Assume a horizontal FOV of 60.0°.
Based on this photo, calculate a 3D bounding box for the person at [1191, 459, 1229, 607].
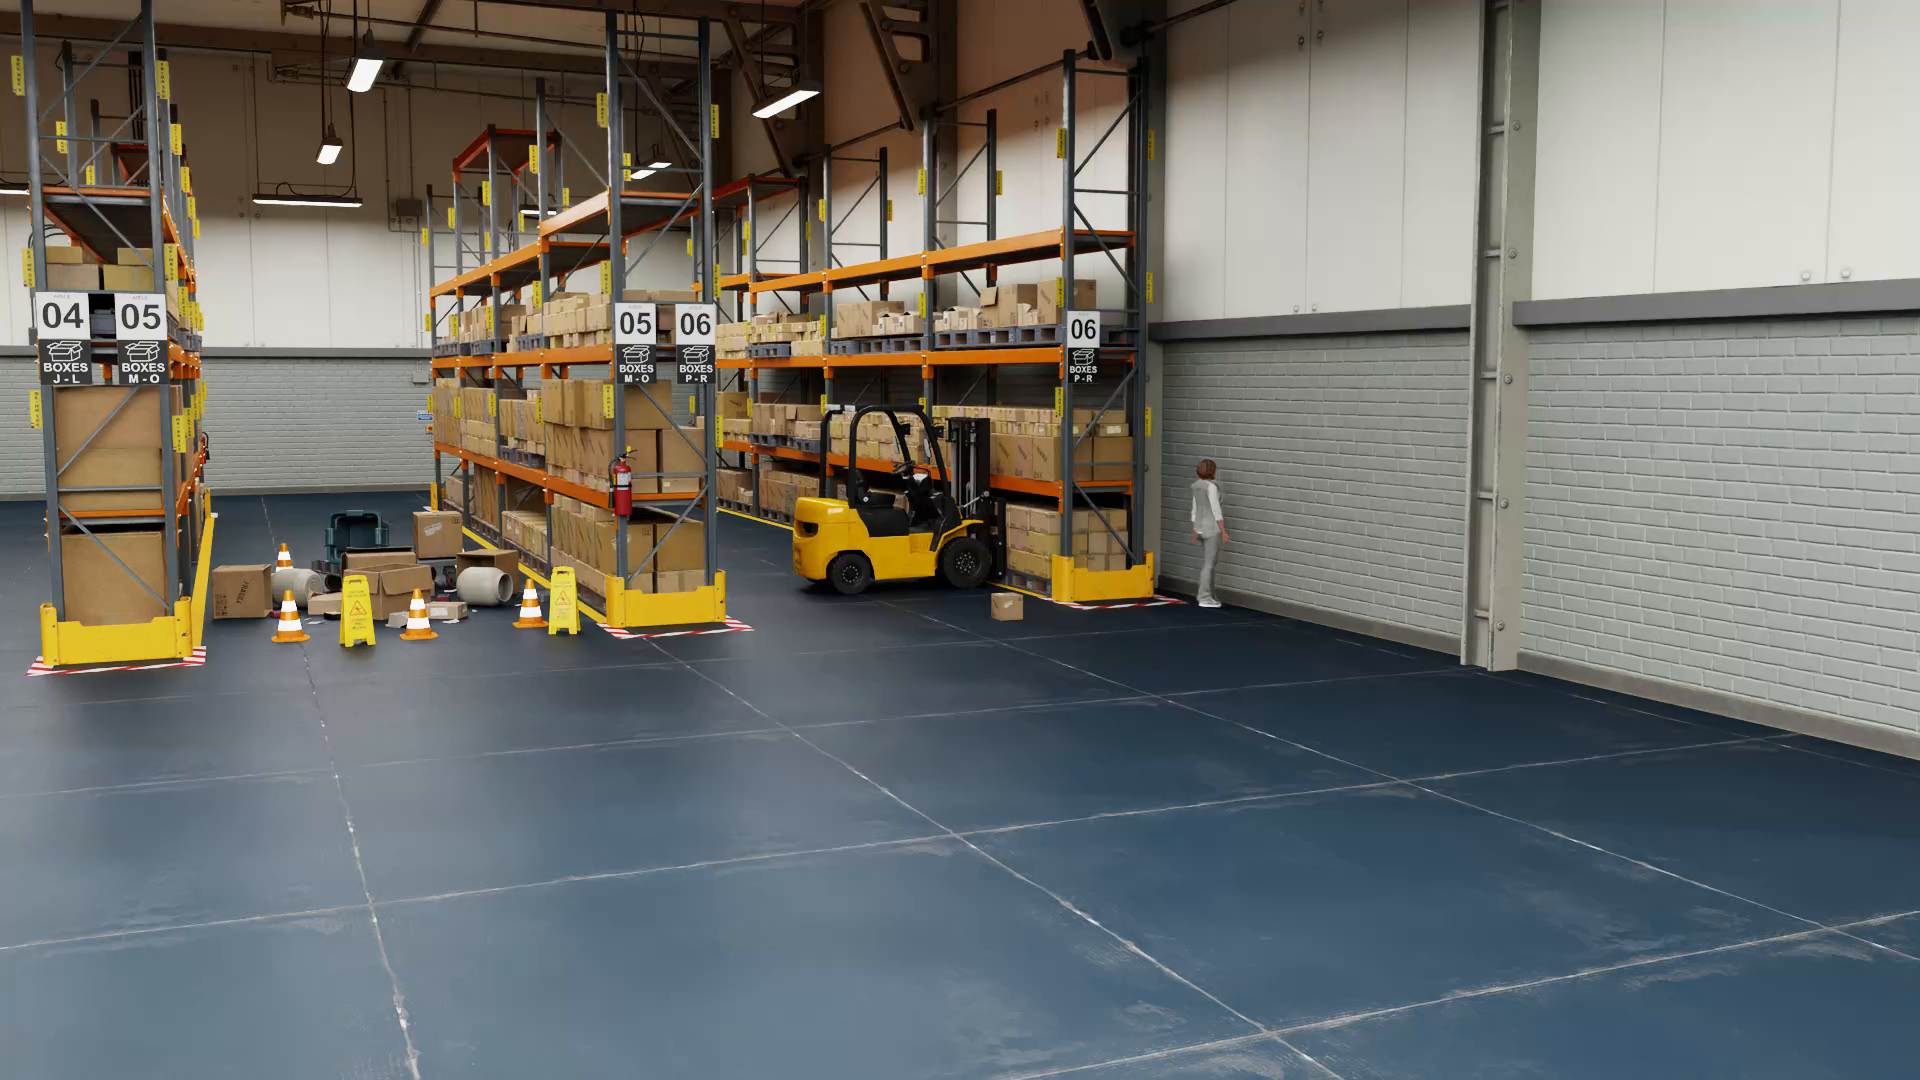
[{"bbox_3d":[2.730,-0.042,17.897,0.429,1.638,0.437,-2,6,-22],"label":"person"}]
